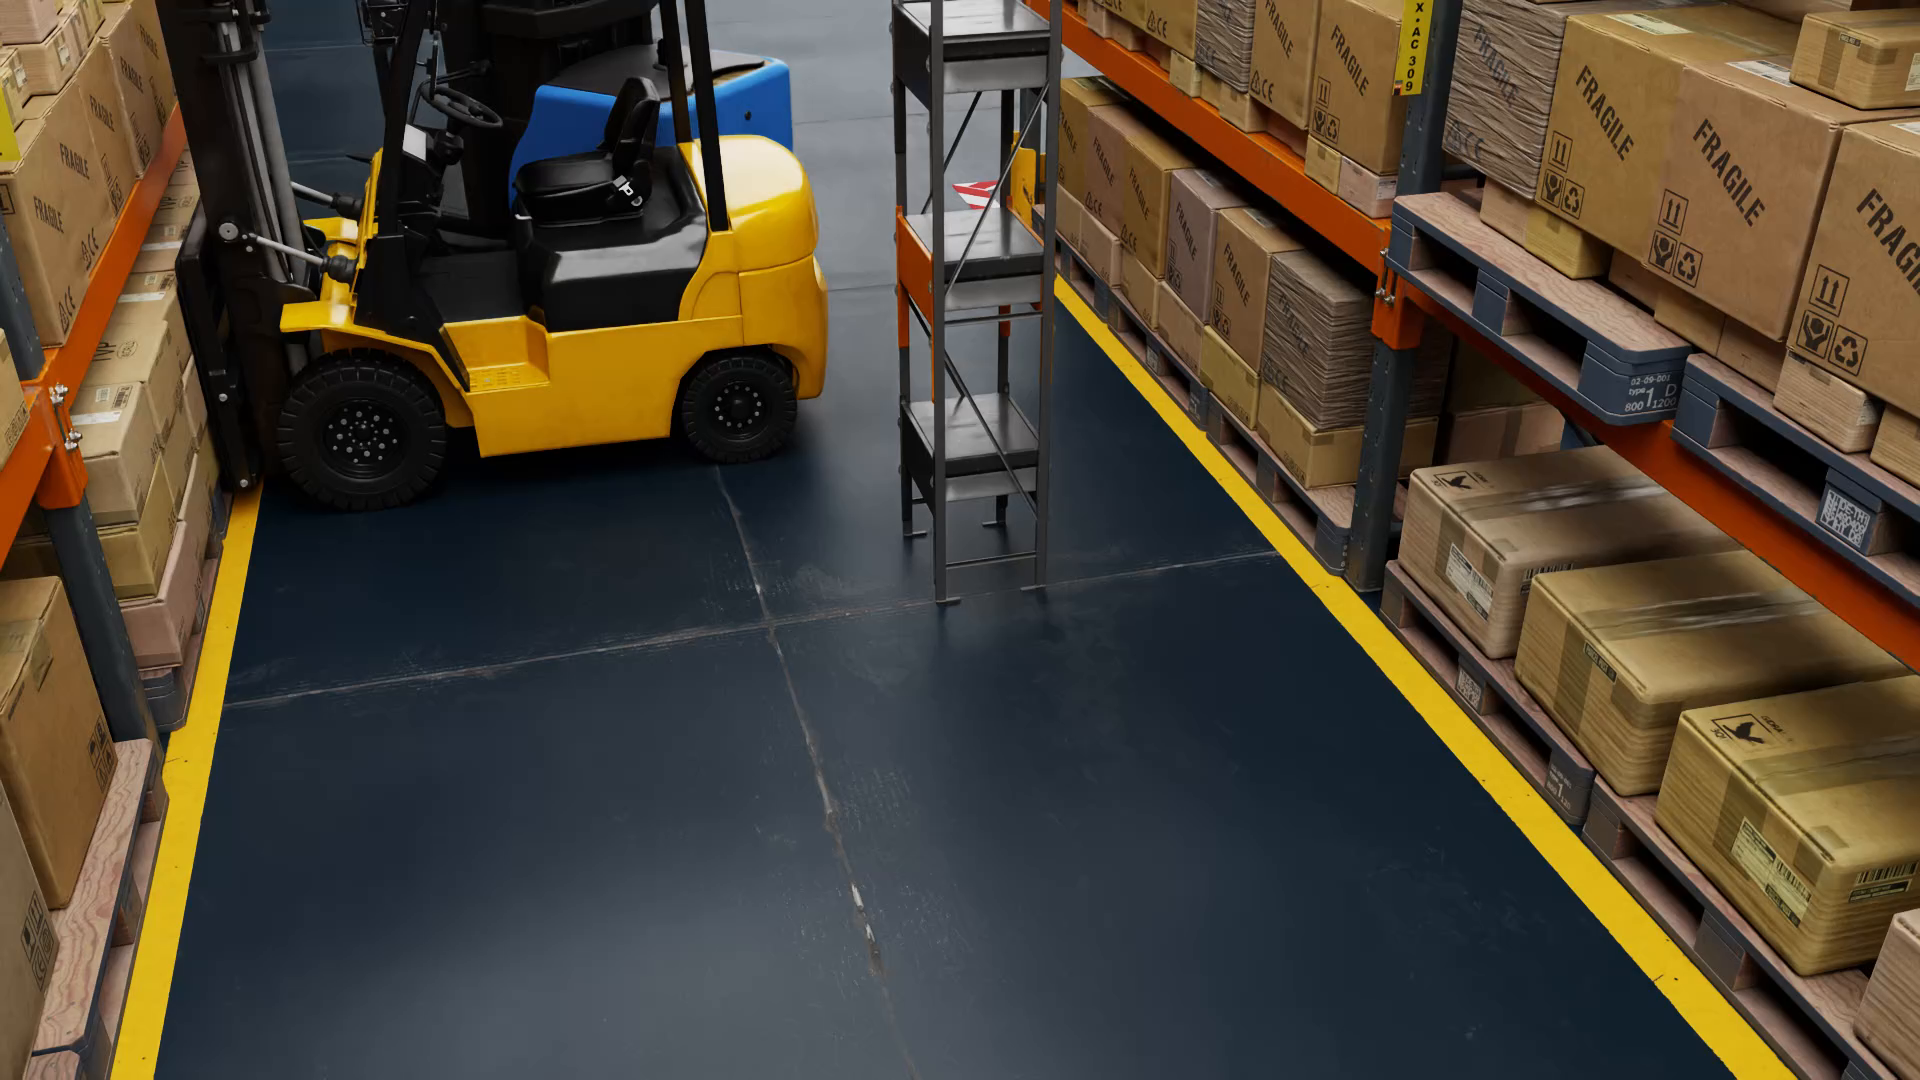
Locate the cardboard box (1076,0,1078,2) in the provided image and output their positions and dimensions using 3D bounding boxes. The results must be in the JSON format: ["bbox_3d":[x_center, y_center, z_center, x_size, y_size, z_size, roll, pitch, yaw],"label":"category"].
[{"bbox_3d":[0.792,-2.709,8.186,0.380,0.149,0.250,-7,31,-13],"label":"cardboard box"}]

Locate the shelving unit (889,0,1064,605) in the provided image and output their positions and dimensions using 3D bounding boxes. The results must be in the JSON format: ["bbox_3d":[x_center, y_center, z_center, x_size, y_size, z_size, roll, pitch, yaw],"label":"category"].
[{"bbox_3d":[0.044,-0.829,5.586,0.431,2.100,0.503,-8,31,-13],"label":"shelving unit"}]

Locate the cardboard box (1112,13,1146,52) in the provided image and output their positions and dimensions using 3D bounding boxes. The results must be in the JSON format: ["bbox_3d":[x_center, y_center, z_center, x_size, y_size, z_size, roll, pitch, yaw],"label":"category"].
[{"bbox_3d":[0.908,-2.321,7.516,0.380,0.149,0.250,-7,31,-12],"label":"cardboard box"}]

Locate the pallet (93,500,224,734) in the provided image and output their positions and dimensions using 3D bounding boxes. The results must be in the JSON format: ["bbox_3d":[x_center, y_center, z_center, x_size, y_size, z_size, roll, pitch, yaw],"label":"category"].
[{"bbox_3d":[-3.073,0.282,5.552,1.003,0.211,1.213,-8,31,-13],"label":"pallet"}]

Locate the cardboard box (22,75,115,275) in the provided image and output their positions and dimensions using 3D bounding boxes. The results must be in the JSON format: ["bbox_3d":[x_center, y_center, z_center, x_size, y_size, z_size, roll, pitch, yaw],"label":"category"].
[{"bbox_3d":[-2.922,-1.077,5.017,0.500,0.500,0.500,-7,31,-12],"label":"cardboard box"}]

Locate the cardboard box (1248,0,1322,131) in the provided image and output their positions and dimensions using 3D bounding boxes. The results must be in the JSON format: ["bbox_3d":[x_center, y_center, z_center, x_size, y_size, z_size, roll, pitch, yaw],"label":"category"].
[{"bbox_3d":[1.382,-1.798,5.966,0.500,0.500,0.500,-7,31,-12],"label":"cardboard box"}]

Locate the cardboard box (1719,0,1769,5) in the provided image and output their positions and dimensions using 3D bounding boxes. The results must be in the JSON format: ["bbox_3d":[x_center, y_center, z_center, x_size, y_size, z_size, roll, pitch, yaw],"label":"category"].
[{"bbox_3d":[2.226,-1.358,4.786,0.500,0.500,0.500,-8,31,-14],"label":"cardboard box"}]

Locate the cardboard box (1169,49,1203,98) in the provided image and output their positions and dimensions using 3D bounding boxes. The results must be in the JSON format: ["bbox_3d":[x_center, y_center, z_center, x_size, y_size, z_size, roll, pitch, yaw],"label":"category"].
[{"bbox_3d":[1.088,-1.940,6.859,0.380,0.149,0.250,-8,31,-13],"label":"cardboard box"}]

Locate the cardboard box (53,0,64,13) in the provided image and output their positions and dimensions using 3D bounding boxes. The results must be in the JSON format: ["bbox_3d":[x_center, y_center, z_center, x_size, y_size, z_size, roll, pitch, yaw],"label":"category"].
[{"bbox_3d":[-2.998,-1.677,5.110,0.380,0.149,0.250,-8,31,-14],"label":"cardboard box"}]

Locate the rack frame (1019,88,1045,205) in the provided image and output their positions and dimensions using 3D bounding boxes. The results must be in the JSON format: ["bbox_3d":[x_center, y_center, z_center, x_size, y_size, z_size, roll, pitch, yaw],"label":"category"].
[{"bbox_3d":[0.821,-3.129,8.662,1.000,3.000,0.127,-8,31,-13],"label":"rack frame"}]

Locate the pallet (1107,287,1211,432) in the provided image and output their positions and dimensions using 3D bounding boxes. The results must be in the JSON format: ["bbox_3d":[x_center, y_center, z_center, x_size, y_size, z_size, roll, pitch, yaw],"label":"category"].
[{"bbox_3d":[1.343,-0.900,7.595,1.003,0.211,1.213,-8,31,-13],"label":"pallet"}]

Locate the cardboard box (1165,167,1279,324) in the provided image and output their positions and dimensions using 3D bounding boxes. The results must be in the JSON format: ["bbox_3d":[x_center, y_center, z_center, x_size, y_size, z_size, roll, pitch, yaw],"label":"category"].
[{"bbox_3d":[1.194,-1.255,7.001,0.500,0.500,0.500,-6,31,-11],"label":"cardboard box"}]

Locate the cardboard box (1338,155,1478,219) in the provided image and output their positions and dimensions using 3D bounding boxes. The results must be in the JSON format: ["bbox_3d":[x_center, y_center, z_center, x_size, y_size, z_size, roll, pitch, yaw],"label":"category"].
[{"bbox_3d":[1.503,-1.203,5.585,0.380,0.149,0.250,-8,31,-14],"label":"cardboard box"}]

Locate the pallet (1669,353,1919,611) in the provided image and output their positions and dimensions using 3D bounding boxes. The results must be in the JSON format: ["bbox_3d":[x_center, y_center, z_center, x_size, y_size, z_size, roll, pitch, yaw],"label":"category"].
[{"bbox_3d":[2.379,-0.133,3.677,1.003,0.211,1.213,-8,31,-13],"label":"pallet"}]

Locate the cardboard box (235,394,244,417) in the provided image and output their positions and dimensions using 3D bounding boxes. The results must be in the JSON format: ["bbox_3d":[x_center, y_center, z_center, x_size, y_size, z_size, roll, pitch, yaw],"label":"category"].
[{"bbox_3d":[-3.128,-0.542,6.517,0.500,0.250,0.500,-7,31,-12],"label":"cardboard box"}]

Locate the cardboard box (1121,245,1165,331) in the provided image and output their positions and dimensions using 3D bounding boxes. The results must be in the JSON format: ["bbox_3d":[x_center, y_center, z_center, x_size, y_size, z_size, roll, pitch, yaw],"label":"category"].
[{"bbox_3d":[1.054,-1.185,7.628,0.500,0.250,0.500,-6,31,-10],"label":"cardboard box"}]

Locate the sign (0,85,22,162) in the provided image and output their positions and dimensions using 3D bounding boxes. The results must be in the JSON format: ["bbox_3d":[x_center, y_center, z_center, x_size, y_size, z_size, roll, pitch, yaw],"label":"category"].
[{"bbox_3d":[-2.381,-1.079,4.043,0.100,0.325,0.005,-8,31,-13],"label":"sign"}]

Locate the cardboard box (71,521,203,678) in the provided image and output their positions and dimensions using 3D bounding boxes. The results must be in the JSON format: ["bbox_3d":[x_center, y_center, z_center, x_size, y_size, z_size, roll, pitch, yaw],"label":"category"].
[{"bbox_3d":[-2.711,0.195,5.244,0.500,0.250,0.500,-8,31,-13],"label":"cardboard box"}]

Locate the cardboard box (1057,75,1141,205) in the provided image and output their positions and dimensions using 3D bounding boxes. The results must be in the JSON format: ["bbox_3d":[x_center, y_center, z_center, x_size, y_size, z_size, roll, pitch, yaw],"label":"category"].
[{"bbox_3d":[0.775,-2.007,8.301,0.500,0.500,0.500,-9,31,-15],"label":"cardboard box"}]

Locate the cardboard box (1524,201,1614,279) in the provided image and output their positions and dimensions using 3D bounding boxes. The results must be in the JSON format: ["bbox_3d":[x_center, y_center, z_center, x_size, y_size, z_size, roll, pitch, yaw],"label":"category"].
[{"bbox_3d":[1.782,-0.839,4.537,0.380,0.149,0.250,-7,31,-12],"label":"cardboard box"}]

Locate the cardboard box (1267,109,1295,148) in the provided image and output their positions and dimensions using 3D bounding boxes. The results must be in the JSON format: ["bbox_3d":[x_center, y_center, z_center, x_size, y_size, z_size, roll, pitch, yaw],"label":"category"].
[{"bbox_3d":[1.384,-1.581,6.238,0.380,0.149,0.250,-8,31,-14],"label":"cardboard box"}]

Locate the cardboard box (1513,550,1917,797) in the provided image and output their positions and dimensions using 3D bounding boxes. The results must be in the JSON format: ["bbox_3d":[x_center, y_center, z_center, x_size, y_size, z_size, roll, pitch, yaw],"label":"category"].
[{"bbox_3d":[2.218,0.358,4.841,0.950,0.372,0.625,-6,31,-10],"label":"cardboard box"}]

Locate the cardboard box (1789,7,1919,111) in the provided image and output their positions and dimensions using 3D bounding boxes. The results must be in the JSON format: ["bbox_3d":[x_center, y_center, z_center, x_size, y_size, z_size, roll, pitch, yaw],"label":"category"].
[{"bbox_3d":[2.054,-1.046,3.600,0.380,0.149,0.250,-6,31,-10],"label":"cardboard box"}]

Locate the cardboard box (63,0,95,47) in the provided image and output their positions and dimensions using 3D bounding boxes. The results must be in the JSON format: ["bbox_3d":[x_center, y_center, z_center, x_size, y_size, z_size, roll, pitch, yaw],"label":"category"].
[{"bbox_3d":[-3.045,-1.670,5.394,0.380,0.149,0.250,-9,31,-15],"label":"cardboard box"}]

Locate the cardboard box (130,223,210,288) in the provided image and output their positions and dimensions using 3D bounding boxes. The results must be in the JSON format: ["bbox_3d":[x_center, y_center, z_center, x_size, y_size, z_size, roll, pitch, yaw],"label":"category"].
[{"bbox_3d":[-3.129,-0.977,6.271,0.500,0.250,0.500,-8,31,-14],"label":"cardboard box"}]

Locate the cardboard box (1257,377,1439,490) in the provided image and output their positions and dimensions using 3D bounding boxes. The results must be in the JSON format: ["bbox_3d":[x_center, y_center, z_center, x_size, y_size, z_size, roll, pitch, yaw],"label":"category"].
[{"bbox_3d":[1.467,-0.439,6.339,0.500,0.250,0.500,-6,31,-11],"label":"cardboard box"}]

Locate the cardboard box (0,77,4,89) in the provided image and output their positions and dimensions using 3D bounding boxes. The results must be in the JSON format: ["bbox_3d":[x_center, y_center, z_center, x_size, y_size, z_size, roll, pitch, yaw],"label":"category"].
[{"bbox_3d":[-2.701,-1.181,4.253,0.380,0.149,0.250,-7,31,-12],"label":"cardboard box"}]

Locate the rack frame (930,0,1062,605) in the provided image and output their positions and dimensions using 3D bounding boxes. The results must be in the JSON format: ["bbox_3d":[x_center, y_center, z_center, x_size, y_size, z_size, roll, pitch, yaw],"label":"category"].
[{"bbox_3d":[0.109,-0.711,5.382,0.400,2.100,0.015,-8,31,-13],"label":"rack frame"}]

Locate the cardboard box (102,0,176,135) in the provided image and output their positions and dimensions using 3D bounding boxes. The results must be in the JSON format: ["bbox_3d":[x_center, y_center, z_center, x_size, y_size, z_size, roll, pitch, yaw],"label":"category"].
[{"bbox_3d":[-3.315,-1.808,6.280,0.500,0.500,0.500,-8,31,-14],"label":"cardboard box"}]

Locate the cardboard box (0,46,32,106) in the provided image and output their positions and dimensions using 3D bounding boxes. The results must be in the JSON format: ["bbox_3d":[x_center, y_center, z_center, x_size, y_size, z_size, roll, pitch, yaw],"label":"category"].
[{"bbox_3d":[-2.899,-1.295,4.746,0.380,0.149,0.250,-8,31,-13],"label":"cardboard box"}]

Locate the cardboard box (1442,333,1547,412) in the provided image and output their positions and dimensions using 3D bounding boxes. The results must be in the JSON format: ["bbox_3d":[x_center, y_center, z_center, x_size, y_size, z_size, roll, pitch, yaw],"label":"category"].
[{"bbox_3d":[1.986,-0.834,6.274,0.500,0.500,0.500,-6,31,-11],"label":"cardboard box"}]

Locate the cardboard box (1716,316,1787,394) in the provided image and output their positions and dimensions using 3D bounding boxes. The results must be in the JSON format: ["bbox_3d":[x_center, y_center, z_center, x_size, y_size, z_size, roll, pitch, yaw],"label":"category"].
[{"bbox_3d":[2.023,-0.463,3.887,0.380,0.149,0.250,-8,31,-13],"label":"cardboard box"}]

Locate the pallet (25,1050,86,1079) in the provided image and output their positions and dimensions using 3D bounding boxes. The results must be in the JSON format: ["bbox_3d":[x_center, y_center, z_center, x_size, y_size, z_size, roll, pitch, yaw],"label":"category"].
[{"bbox_3d":[-2.341,1.613,3.253,1.003,0.211,1.213,-8,31,-13],"label":"pallet"}]

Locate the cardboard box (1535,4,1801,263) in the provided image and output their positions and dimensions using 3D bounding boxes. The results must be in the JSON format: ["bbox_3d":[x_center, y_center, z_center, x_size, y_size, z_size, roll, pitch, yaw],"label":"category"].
[{"bbox_3d":[1.864,-1.044,4.244,0.500,0.500,0.500,-8,31,-13],"label":"cardboard box"}]

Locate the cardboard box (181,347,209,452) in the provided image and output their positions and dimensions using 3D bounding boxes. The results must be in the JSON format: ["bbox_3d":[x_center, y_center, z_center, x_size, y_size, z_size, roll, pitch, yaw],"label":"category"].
[{"bbox_3d":[-2.991,-0.505,5.955,0.500,0.250,0.500,-8,31,-14],"label":"cardboard box"}]

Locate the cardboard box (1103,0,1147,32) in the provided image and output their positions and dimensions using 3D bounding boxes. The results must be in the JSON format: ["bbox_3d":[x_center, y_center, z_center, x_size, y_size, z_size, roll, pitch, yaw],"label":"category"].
[{"bbox_3d":[0.956,-2.540,7.247,0.500,0.500,0.500,-8,31,-14],"label":"cardboard box"}]

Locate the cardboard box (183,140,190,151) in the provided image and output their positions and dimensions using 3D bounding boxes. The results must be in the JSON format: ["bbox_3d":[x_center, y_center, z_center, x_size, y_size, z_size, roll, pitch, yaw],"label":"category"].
[{"bbox_3d":[-3.541,-1.711,7.539,0.500,0.250,0.500,-7,31,-12],"label":"cardboard box"}]

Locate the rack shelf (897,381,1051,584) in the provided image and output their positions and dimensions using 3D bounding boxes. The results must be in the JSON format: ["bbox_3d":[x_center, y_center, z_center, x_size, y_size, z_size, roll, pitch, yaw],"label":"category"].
[{"bbox_3d":[0.044,-0.211,5.943,0.431,0.518,0.480,-8,31,-13],"label":"rack shelf"}]

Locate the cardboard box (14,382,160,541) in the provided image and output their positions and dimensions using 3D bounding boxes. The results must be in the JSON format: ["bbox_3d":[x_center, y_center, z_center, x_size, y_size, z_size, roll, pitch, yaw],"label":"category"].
[{"bbox_3d":[-2.728,-0.235,4.989,0.500,0.250,0.500,-8,31,-14],"label":"cardboard box"}]

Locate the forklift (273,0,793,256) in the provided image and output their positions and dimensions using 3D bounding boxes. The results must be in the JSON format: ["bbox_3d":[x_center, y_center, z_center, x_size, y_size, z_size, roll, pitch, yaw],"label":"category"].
[{"bbox_3d":[-2.374,-2.844,8.237,3.031,2.935,1.130,15,33,24],"label":"forklift"}]

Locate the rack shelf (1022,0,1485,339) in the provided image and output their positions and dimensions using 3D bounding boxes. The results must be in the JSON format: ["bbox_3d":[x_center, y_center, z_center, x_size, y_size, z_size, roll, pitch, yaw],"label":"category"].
[{"bbox_3d":[1.352,-1.852,7.173,1.077,0.370,4.000,-8,31,-13],"label":"rack shelf"}]
